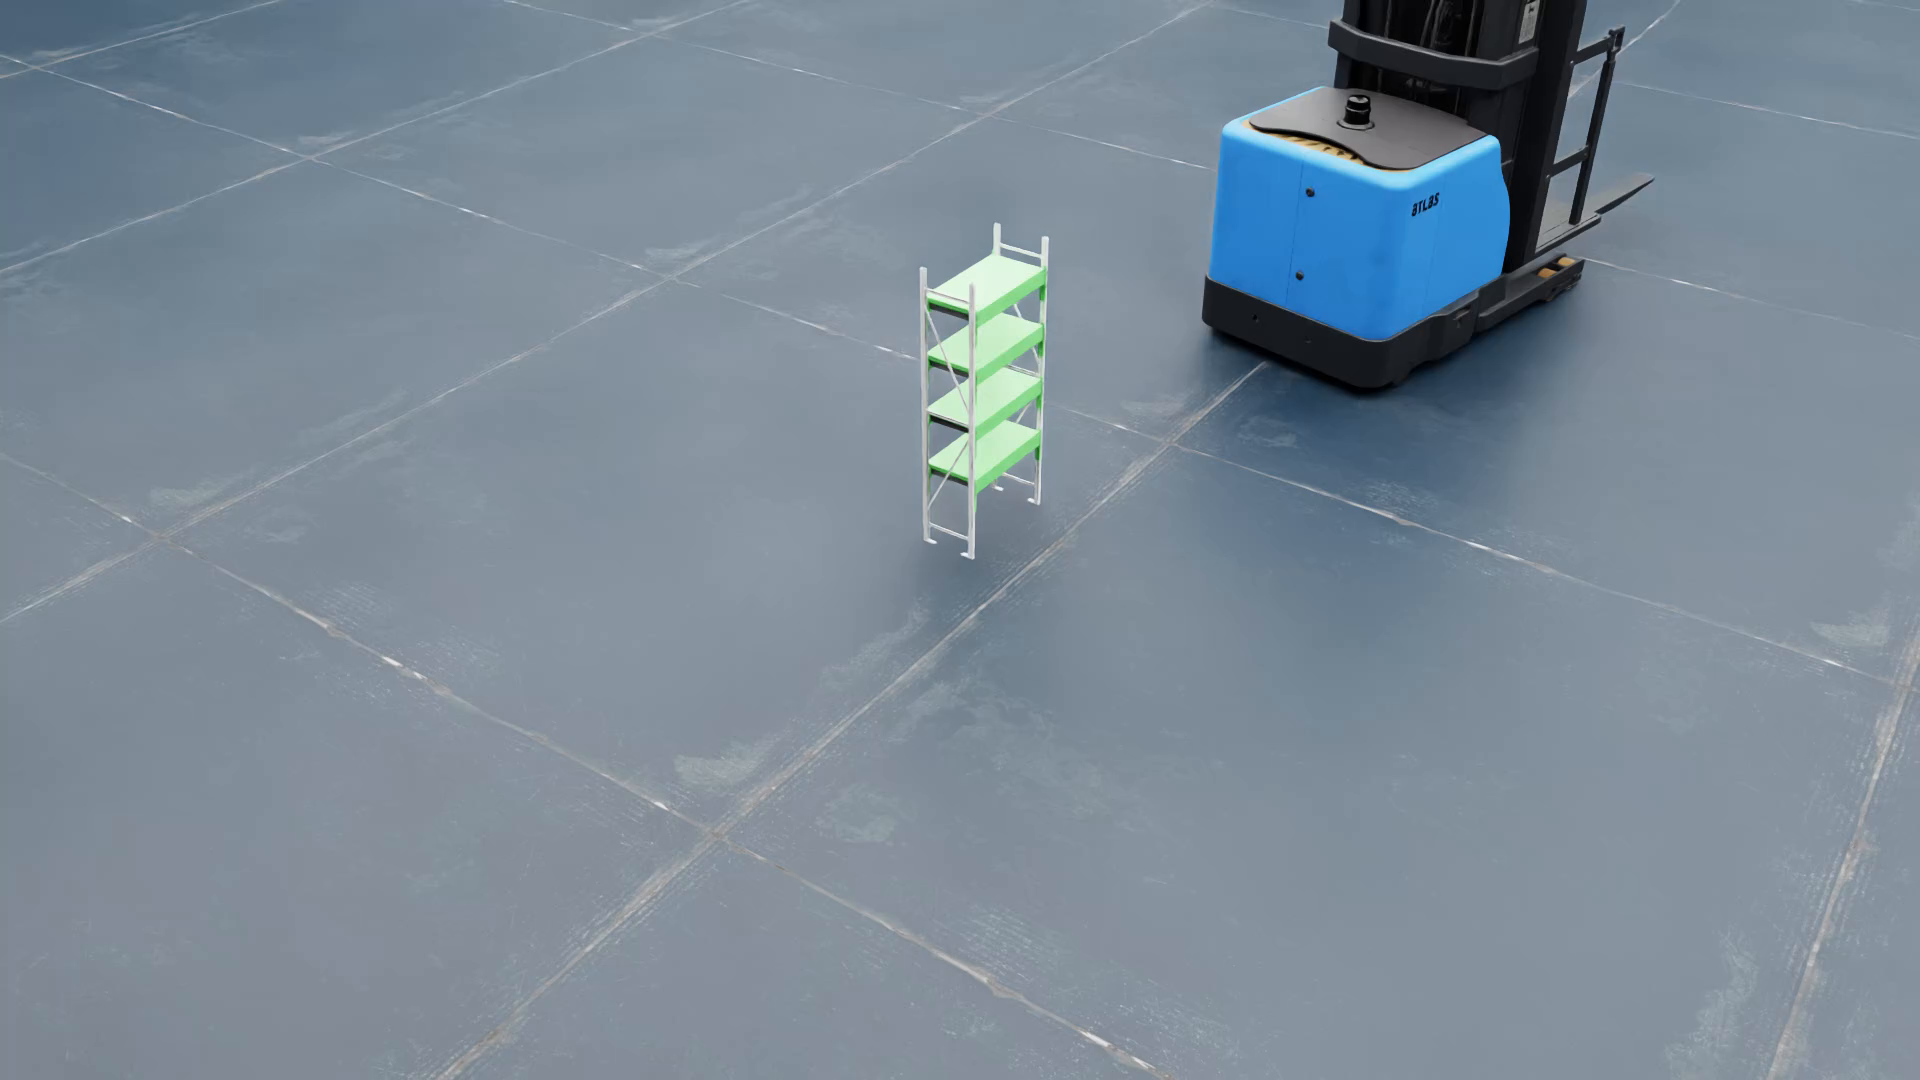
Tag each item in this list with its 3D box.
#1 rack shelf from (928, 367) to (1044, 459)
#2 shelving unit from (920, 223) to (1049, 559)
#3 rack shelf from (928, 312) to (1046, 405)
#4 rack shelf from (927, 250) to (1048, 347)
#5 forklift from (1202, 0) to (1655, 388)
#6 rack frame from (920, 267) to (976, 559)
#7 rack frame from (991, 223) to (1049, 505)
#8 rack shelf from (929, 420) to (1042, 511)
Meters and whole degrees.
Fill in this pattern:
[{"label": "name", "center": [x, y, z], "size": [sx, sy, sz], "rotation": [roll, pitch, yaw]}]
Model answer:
[{"label": "rack shelf", "center": [0.094, -0.520, 6.562], "size": [0.258, 0.148, 0.480], "rotation": [21, 39, 28]}, {"label": "shelving unit", "center": [0.094, -0.573, 6.527], "size": [0.258, 1.200, 0.503], "rotation": [21, 39, 28]}, {"label": "rack shelf", "center": [0.094, -0.719, 6.428], "size": [0.258, 0.148, 0.480], "rotation": [21, 39, 28]}, {"label": "rack shelf", "center": [0.094, -0.918, 6.293], "size": [0.258, 0.148, 0.480], "rotation": [21, 39, 28]}, {"label": "forklift", "center": [2.606, -2.630, 8.023], "size": [3.031, 2.935, 1.130], "rotation": [-29, 43, -35]}, {"label": "rack frame", "center": [-0.045, -0.461, 6.360], "size": [0.240, 1.200, 0.015], "rotation": [21, 39, 28]}, {"label": "rack frame", "center": [0.234, -0.685, 6.693], "size": [0.240, 1.200, 0.015], "rotation": [21, 39, 28]}, {"label": "rack shelf", "center": [0.094, -0.321, 6.697], "size": [0.258, 0.148, 0.480], "rotation": [21, 39, 28]}]
